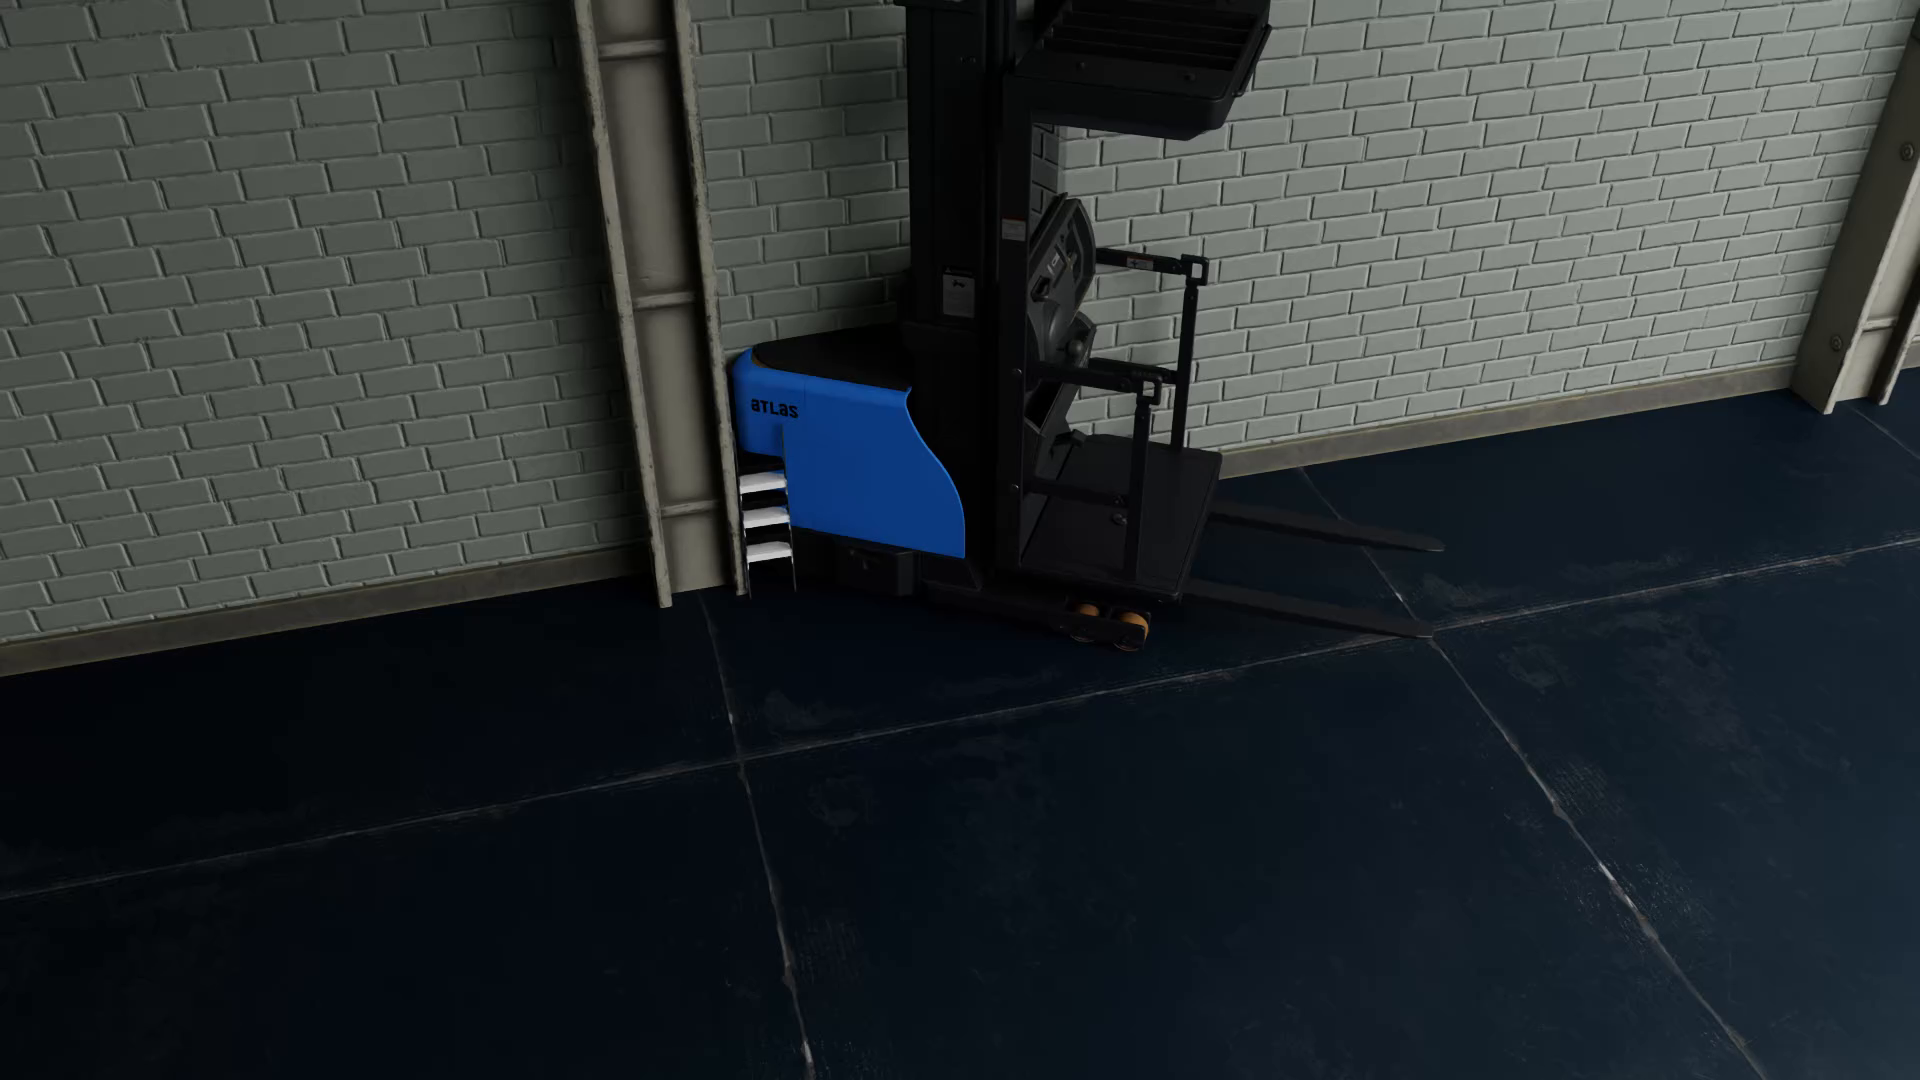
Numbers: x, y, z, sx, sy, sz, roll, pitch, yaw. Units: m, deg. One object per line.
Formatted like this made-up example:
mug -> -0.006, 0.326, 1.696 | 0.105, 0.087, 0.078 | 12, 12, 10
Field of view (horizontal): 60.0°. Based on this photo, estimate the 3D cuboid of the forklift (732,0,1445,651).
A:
forklift -> 0.602, -1.051, 6.712 | 3.031, 2.935, 1.130 | 11, 39, 14

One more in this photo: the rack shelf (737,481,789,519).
rack shelf -> -0.870, -0.203, 7.262 | 0.200, 0.077, 0.258 | -9, 35, -12

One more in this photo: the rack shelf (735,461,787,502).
rack shelf -> -0.871, -0.278, 7.211 | 0.200, 0.077, 0.258 | -9, 35, -12

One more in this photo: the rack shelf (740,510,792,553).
rack shelf -> -0.868, -0.055, 7.364 | 0.200, 0.077, 0.258 | -9, 35, -12

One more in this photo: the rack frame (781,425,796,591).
rack frame -> -0.771, -0.172, 7.315 | 0.006, 0.900, 0.240 | -9, 35, -12

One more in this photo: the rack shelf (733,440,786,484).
rack shelf -> -0.871, -0.352, 7.160 | 0.200, 0.077, 0.258 | -9, 35, -12

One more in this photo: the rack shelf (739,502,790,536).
rack shelf -> -0.869, -0.129, 7.313 | 0.200, 0.077, 0.258 | -9, 35, -12

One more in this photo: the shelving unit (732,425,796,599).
shelving unit -> -0.869, -0.157, 7.294 | 0.210, 0.900, 0.258 | -9, 35, -12

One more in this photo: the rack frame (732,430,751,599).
rack frame -> -0.968, -0.141, 7.273 | 0.006, 0.900, 0.240 | -9, 35, -12

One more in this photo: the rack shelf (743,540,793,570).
rack shelf -> -0.867, 0.019, 7.415 | 0.200, 0.077, 0.258 | -9, 35, -12

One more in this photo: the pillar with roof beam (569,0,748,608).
pillar with roof beam -> -0.057, -0.869, 1.479 | 0.400, 9.000, 9.100 | -9, 38, -12

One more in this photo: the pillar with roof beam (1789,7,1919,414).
pillar with roof beam -> 5.736, -1.819, 2.722 | 0.400, 9.000, 9.100 | -9, 38, -12
